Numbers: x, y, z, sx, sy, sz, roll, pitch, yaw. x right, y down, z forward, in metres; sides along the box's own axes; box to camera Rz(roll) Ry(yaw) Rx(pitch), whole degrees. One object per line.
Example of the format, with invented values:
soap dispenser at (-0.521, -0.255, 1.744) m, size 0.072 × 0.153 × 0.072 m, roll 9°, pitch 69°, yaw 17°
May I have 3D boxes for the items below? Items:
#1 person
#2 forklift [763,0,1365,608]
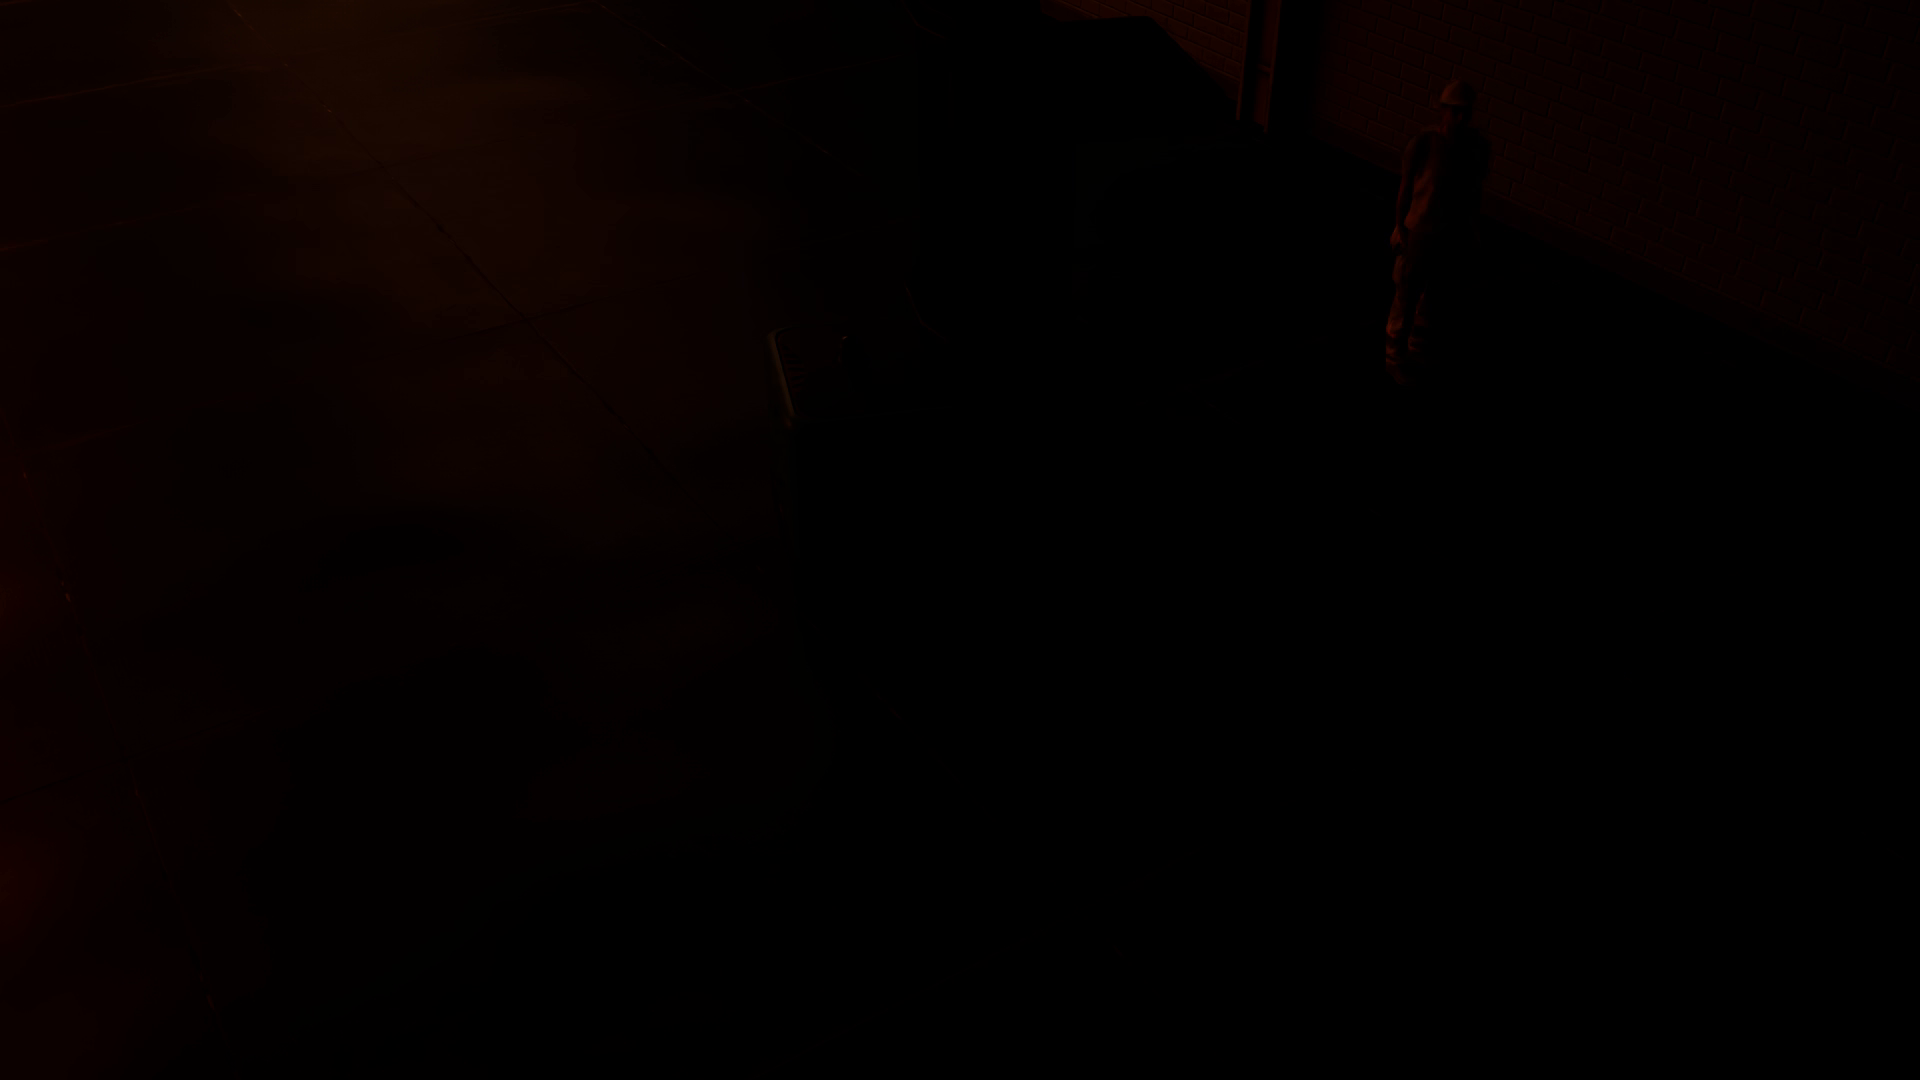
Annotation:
person at (2.789, -1.757, 9.646) m, size 0.537 × 1.794 × 0.459 m, roll -3°, pitch 35°, yaw -4°
forklift at (0.572, -1.294, 7.990) m, size 3.031 × 2.935 × 1.130 m, roll -7°, pitch 36°, yaw -10°
